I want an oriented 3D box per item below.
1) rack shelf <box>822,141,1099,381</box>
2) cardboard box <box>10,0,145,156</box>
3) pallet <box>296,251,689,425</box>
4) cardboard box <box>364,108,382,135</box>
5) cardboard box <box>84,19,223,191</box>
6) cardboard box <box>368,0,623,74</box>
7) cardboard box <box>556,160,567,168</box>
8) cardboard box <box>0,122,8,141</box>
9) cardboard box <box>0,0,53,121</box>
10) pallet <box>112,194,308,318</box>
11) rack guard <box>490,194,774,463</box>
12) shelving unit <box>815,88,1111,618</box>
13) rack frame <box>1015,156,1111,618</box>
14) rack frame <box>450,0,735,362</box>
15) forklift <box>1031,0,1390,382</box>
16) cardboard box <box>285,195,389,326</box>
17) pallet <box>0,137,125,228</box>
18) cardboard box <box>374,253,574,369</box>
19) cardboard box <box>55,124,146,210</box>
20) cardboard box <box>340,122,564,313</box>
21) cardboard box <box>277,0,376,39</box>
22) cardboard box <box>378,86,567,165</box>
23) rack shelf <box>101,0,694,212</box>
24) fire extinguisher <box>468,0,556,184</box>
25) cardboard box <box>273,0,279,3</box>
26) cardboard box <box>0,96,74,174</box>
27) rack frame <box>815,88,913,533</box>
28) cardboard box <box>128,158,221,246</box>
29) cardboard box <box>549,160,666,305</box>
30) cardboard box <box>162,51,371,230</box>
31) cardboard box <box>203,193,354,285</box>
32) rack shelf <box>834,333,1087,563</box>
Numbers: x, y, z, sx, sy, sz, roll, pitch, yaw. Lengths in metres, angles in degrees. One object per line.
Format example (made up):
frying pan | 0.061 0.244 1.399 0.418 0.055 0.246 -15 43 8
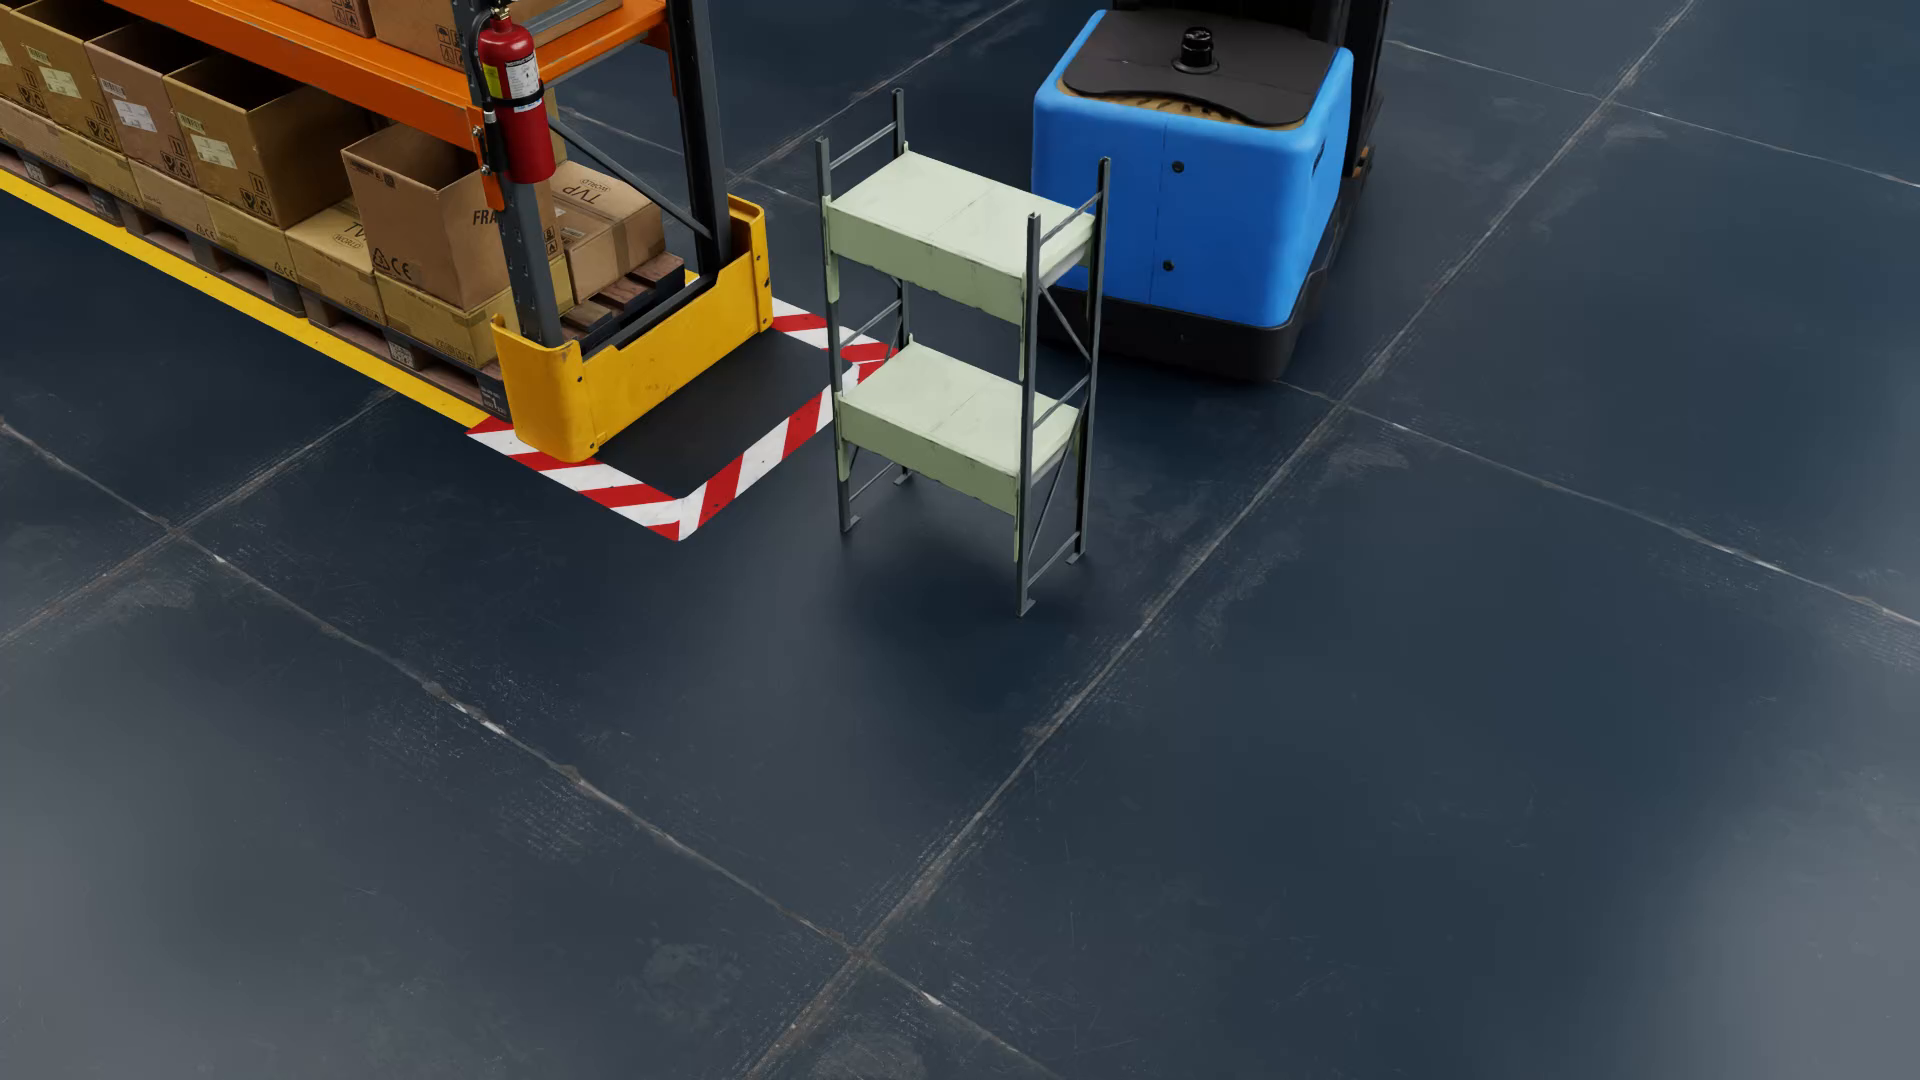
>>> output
rack shelf | 0.005 -0.847 4.987 0.720 0.370 0.431 25 48 25
cardboard box | -3.482 -1.985 6.904 0.500 0.500 0.500 25 48 25
pallet | -1.876 -1.005 6.714 1.213 0.211 1.003 25 48 25
cardboard box | -2.365 -1.887 6.794 0.500 0.500 0.500 25 48 25
cardboard box | -3.072 -1.795 6.691 0.500 0.500 0.500 25 48 25
cardboard box | -1.601 -1.997 5.657 0.500 0.500 0.700 25 48 25
cardboard box | -1.949 -1.422 6.836 0.500 0.250 0.500 25 48 25
cardboard box | -4.295 -2.094 7.588 0.500 0.250 0.500 25 48 25
cardboard box | -3.887 -2.181 7.123 0.500 0.500 0.500 25 48 25
pallet | -2.871 -1.472 7.237 1.213 0.211 1.003 25 48 25
rack guard | -1.206 -0.833 6.306 0.348 0.500 1.175 25 48 25
shelving unit | 0.005 -0.556 5.247 0.755 1.500 0.431 25 48 25
rack frame | 0.305 -0.416 5.090 0.023 1.500 0.400 25 48 25
rack frame | -1.226 -1.774 5.483 0.127 3.000 1.000 25 48 25
forklift | 1.242 -2.685 6.553 1.130 2.935 3.031 14 44 15
cardboard box | -2.251 -1.134 6.515 0.500 0.250 0.500 25 48 25
pallet | -3.874 -1.939 7.758 1.213 0.211 1.003 25 48 25
cardboard box | -1.835 -0.950 6.309 0.500 0.250 0.500 25 48 25
cardboard box | -3.483 -1.705 7.154 0.500 0.250 0.500 25 48 25
cardboard box | -1.836 -1.228 6.057 0.500 0.500 0.500 25 48 25
cardboard box | -2.034 -2.195 5.879 0.500 0.500 0.700 26 48 26
cardboard box | -1.948 -1.702 6.588 0.500 0.500 0.500 25 48 25
rack shelf | -2.863 -2.271 6.578 4.000 0.370 1.077 25 48 25
fire extinguisher | -1.396 -1.446 5.175 0.183 0.674 0.296 25 48 25
cardboard box | -2.437 -2.388 6.095 0.500 0.500 0.700 25 48 26
cardboard box | -3.889 -1.900 7.371 0.500 0.250 0.500 25 48 25
rack frame | -0.294 -0.697 5.404 0.023 1.500 0.400 25 48 25
cardboard box | -3.070 -1.517 6.943 0.500 0.250 0.500 25 48 25
cardboard box | -1.537 -1.232 6.625 0.500 0.250 0.500 25 48 25
cardboard box | -2.663 -1.603 6.476 0.500 0.500 0.500 25 48 25
cardboard box | -2.661 -1.325 6.728 0.500 0.250 0.500 25 48 25
rack shelf | 0.005 -0.313 5.464 0.720 0.370 0.431 25 48 25
